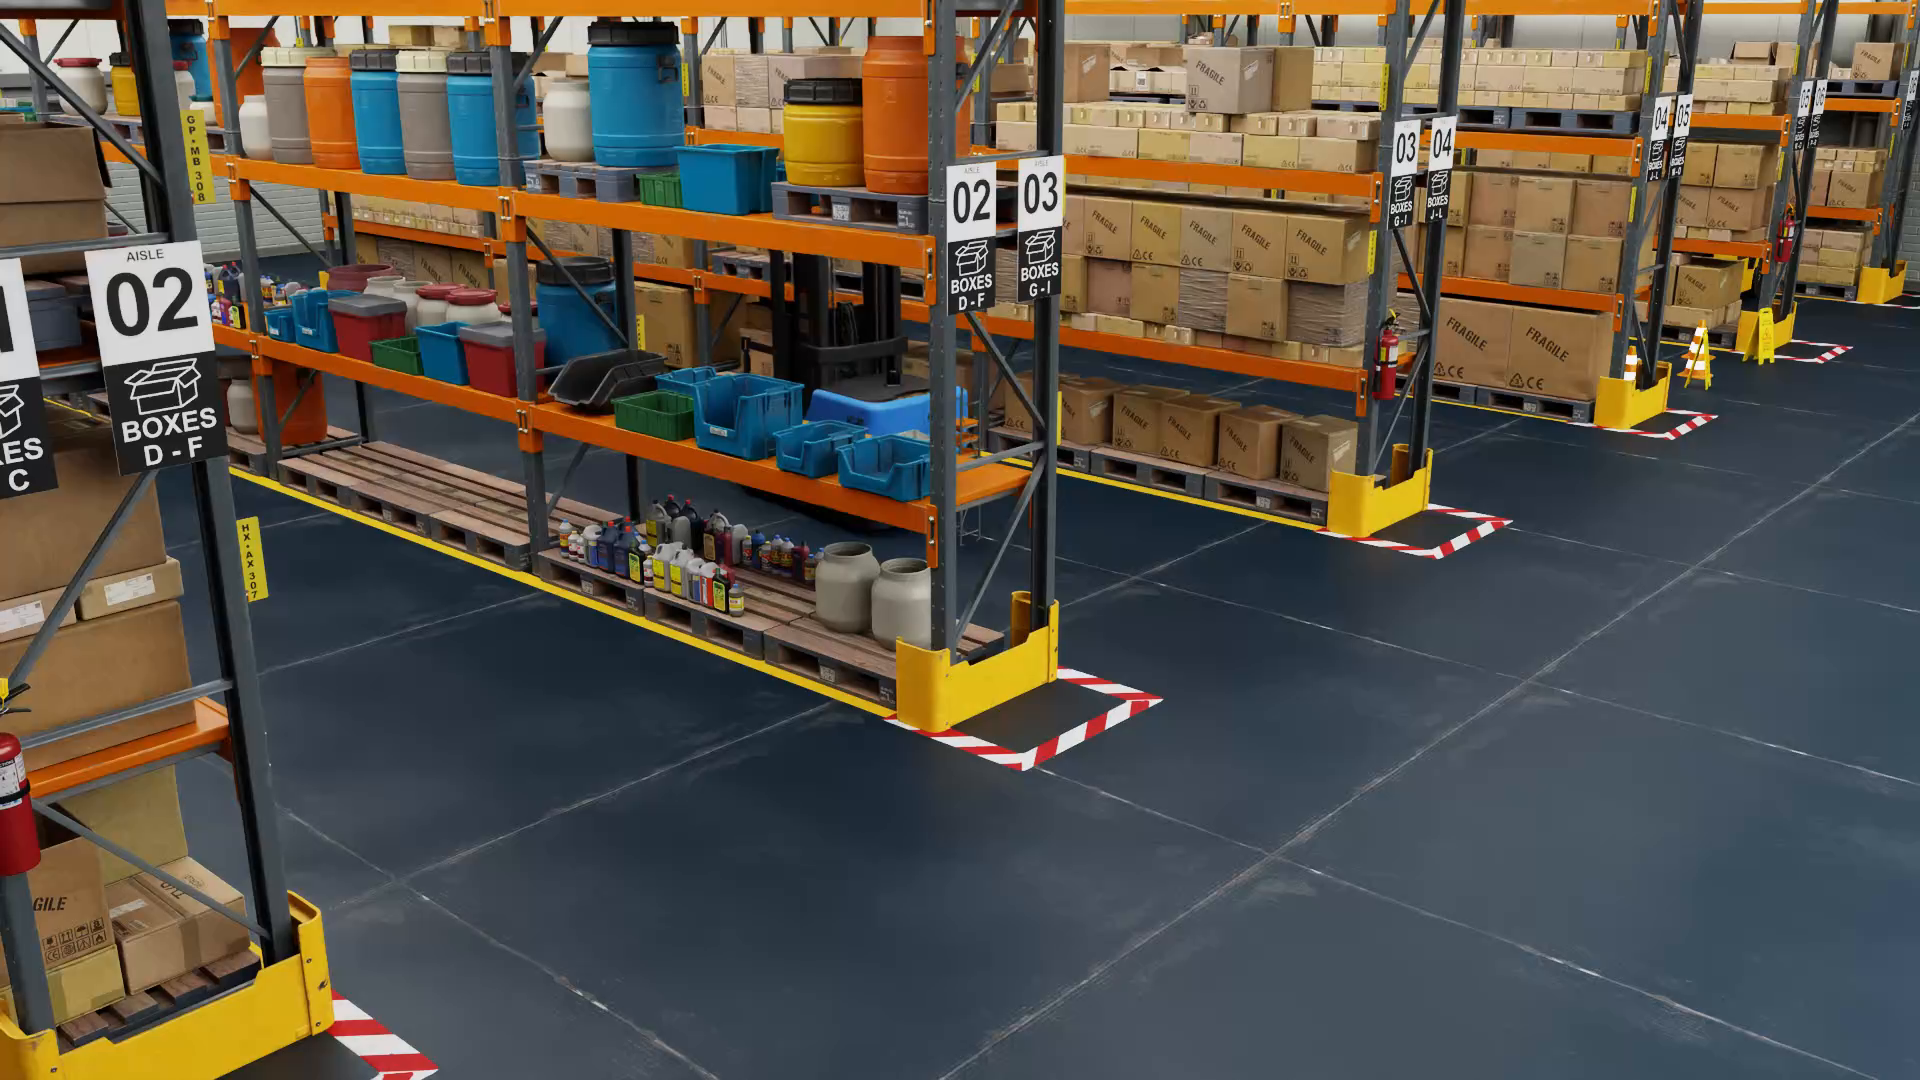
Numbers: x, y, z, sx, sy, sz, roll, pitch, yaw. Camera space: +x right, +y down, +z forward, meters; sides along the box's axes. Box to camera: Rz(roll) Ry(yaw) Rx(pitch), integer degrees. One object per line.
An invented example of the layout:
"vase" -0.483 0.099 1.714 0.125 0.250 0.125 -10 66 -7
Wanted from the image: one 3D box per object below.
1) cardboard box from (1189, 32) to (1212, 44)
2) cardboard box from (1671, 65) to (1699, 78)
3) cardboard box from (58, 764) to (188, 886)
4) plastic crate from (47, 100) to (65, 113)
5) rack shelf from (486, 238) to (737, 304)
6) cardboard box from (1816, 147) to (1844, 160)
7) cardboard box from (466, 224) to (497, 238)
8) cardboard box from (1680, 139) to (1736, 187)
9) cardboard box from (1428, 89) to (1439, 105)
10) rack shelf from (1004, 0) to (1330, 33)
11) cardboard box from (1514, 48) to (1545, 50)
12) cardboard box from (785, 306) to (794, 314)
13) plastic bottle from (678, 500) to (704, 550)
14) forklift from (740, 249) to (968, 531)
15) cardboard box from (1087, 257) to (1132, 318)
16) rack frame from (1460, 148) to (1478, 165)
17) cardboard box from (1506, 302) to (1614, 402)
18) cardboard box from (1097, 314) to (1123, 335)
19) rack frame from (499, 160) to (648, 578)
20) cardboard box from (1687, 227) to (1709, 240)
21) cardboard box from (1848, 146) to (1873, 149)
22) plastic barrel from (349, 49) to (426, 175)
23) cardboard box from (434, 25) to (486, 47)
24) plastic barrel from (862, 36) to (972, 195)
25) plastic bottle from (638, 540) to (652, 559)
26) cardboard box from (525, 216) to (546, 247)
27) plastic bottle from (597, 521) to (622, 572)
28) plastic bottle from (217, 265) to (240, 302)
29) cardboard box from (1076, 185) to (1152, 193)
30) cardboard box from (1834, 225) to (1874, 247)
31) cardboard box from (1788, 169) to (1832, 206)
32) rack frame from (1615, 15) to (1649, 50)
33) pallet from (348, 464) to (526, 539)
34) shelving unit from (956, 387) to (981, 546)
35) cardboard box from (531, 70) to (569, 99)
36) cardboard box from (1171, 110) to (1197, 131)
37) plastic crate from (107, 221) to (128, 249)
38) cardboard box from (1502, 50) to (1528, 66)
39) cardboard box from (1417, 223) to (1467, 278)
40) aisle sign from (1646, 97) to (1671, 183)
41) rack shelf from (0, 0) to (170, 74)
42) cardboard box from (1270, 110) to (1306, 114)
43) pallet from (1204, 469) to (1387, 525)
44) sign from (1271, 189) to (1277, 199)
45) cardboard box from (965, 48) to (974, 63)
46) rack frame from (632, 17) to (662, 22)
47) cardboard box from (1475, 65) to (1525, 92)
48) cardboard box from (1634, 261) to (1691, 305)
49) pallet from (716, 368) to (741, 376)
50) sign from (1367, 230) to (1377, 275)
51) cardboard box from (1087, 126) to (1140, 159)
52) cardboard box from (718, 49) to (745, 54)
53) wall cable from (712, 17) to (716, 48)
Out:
"cardboard box" 4.382 -9.123 30.319 0.258 0.266 0.396 15 23 39
"cardboard box" 8.918 -5.744 20.391 0.250 0.149 0.380 15 23 39
"cardboard box" -3.713 1.146 7.155 0.500 0.500 0.500 15 23 39
"plastic crate" -9.516 -4.558 17.771 0.590 0.269 0.497 15 23 39
"rack shelf" -3.986 -3.255 19.598 4.000 0.370 1.077 15 23 39
"cardboard box" 12.537 -5.568 23.967 0.250 0.149 0.380 16 23 40
"cardboard box" -5.927 -3.867 20.752 0.250 0.149 0.380 15 23 40
"cardboard box" 9.171 -4.655 20.509 0.500 0.500 0.700 15 23 40
"cardboard box" 5.054 -4.597 17.236 0.250 0.149 0.380 15 23 40
"rack shelf" 2.374 -6.222 19.693 4.000 0.370 1.077 15 23 39
"cardboard box" 5.873 -5.024 17.263 0.250 0.149 0.380 15 23 39
"cardboard box" -1.565 -2.340 17.691 0.500 0.250 0.500 -15 23 -40
"plastic bottle" -1.969 -0.117 12.173 0.185 0.351 0.144 14 22 37
"forklift" -1.254 -1.848 14.089 1.130 2.935 3.031 -14 23 -38
"cardboard box" 1.589 -2.292 14.719 0.500 0.500 0.875 15 23 39
"rack frame" 7.080 -4.635 22.758 0.127 3.000 1.000 15 23 39
"cardboard box" 6.310 -2.000 17.275 0.875 0.875 0.875 15 23 40
"cardboard box" 1.414 -1.917 14.608 0.250 0.149 0.380 15 23 39
"rack frame" -2.786 -1.272 12.162 0.127 3.000 1.000 15 23 39
"cardboard box" 9.209 -3.821 20.608 0.250 0.149 0.380 15 23 38
"cardboard box" 13.097 -5.638 24.188 0.250 0.149 0.380 16 24 41
"plastic barrel" -4.288 -3.257 12.628 0.708 0.901 0.600 15 23 39
"cardboard box" -6.181 -6.272 20.693 0.500 0.250 0.500 13 22 36
"plastic barrel" -0.242 -2.373 9.266 0.708 0.830 0.600 15 23 39
"plastic bottle" -2.181 0.133 11.516 0.097 0.271 0.097 0 18 0
"cardboard box" -4.927 -3.797 19.953 0.500 0.500 0.500 15 23 39
"plastic bottle" -2.457 0.036 11.690 0.185 0.351 0.144 16 24 41
"plastic bottle" -7.041 -2.462 15.993 0.185 0.351 0.144 15 23 39
"cardboard box" 1.396 -2.931 15.078 0.500 0.500 0.500 15 23 39
"cardboard box" 13.130 -4.461 24.409 0.500 0.250 0.500 15 23 38
"cardboard box" 12.439 -5.149 24.212 0.500 0.500 0.500 16 24 41
"rack frame" 10.372 -8.618 25.392 0.127 3.000 1.000 15 23 39
"pallet" -4.316 -0.337 13.825 1.213 0.211 1.003 15 23 39
"shelving unit" 0.011 -0.569 12.921 0.189 1.200 0.258 15 23 39
"cardboard box" -4.721 -5.346 19.493 0.500 0.311 0.500 14 22 37
"cardboard box" 1.936 -3.452 13.659 0.250 0.149 0.380 14 22 37
"plastic crate" -9.271 -3.174 17.949 0.583 0.464 0.402 15 23 39
"cardboard box" 5.626 -4.825 16.634 0.250 0.149 0.380 15 23 39
"cardboard box" 5.369 -3.171 17.897 0.500 0.550 0.875 15 23 39
"aisle sign" 6.715 -3.849 15.983 0.004 0.787 0.394 15 23 39
"rack shelf" -4.580 -2.077 6.630 4.000 0.370 1.077 15 23 39
"cardboard box" 2.705 -3.463 13.695 0.250 0.149 0.380 15 23 39
"pallet" 2.853 -0.447 14.172 1.213 0.211 1.003 15 23 39
"sign" 3.517 -3.884 18.609 0.005 0.325 0.100 15 23 39
"cardboard box" 0.009 -6.262 21.496 0.258 0.266 0.396 15 23 39
"rack frame" -5.106 -8.764 25.850 0.127 3.000 1.000 15 23 39
"cardboard box" 5.562 -4.676 16.826 0.500 0.250 0.500 15 23 39
"cardboard box" 8.907 -3.285 21.115 0.500 0.500 0.500 16 24 41
"pallet" -1.906 -1.710 18.150 1.213 0.211 1.003 15 23 39
"sign" 3.110 -2.171 12.557 0.005 0.325 0.100 15 23 39
"cardboard box" 1.432 -3.396 14.142 0.500 0.250 0.500 14 22 37
"cardboard box" -3.314 -7.096 24.317 0.250 0.149 0.380 14 22 37
"wall cable" -5.836 -11.152 33.375 0.029 3.000 2.355 15 23 39
